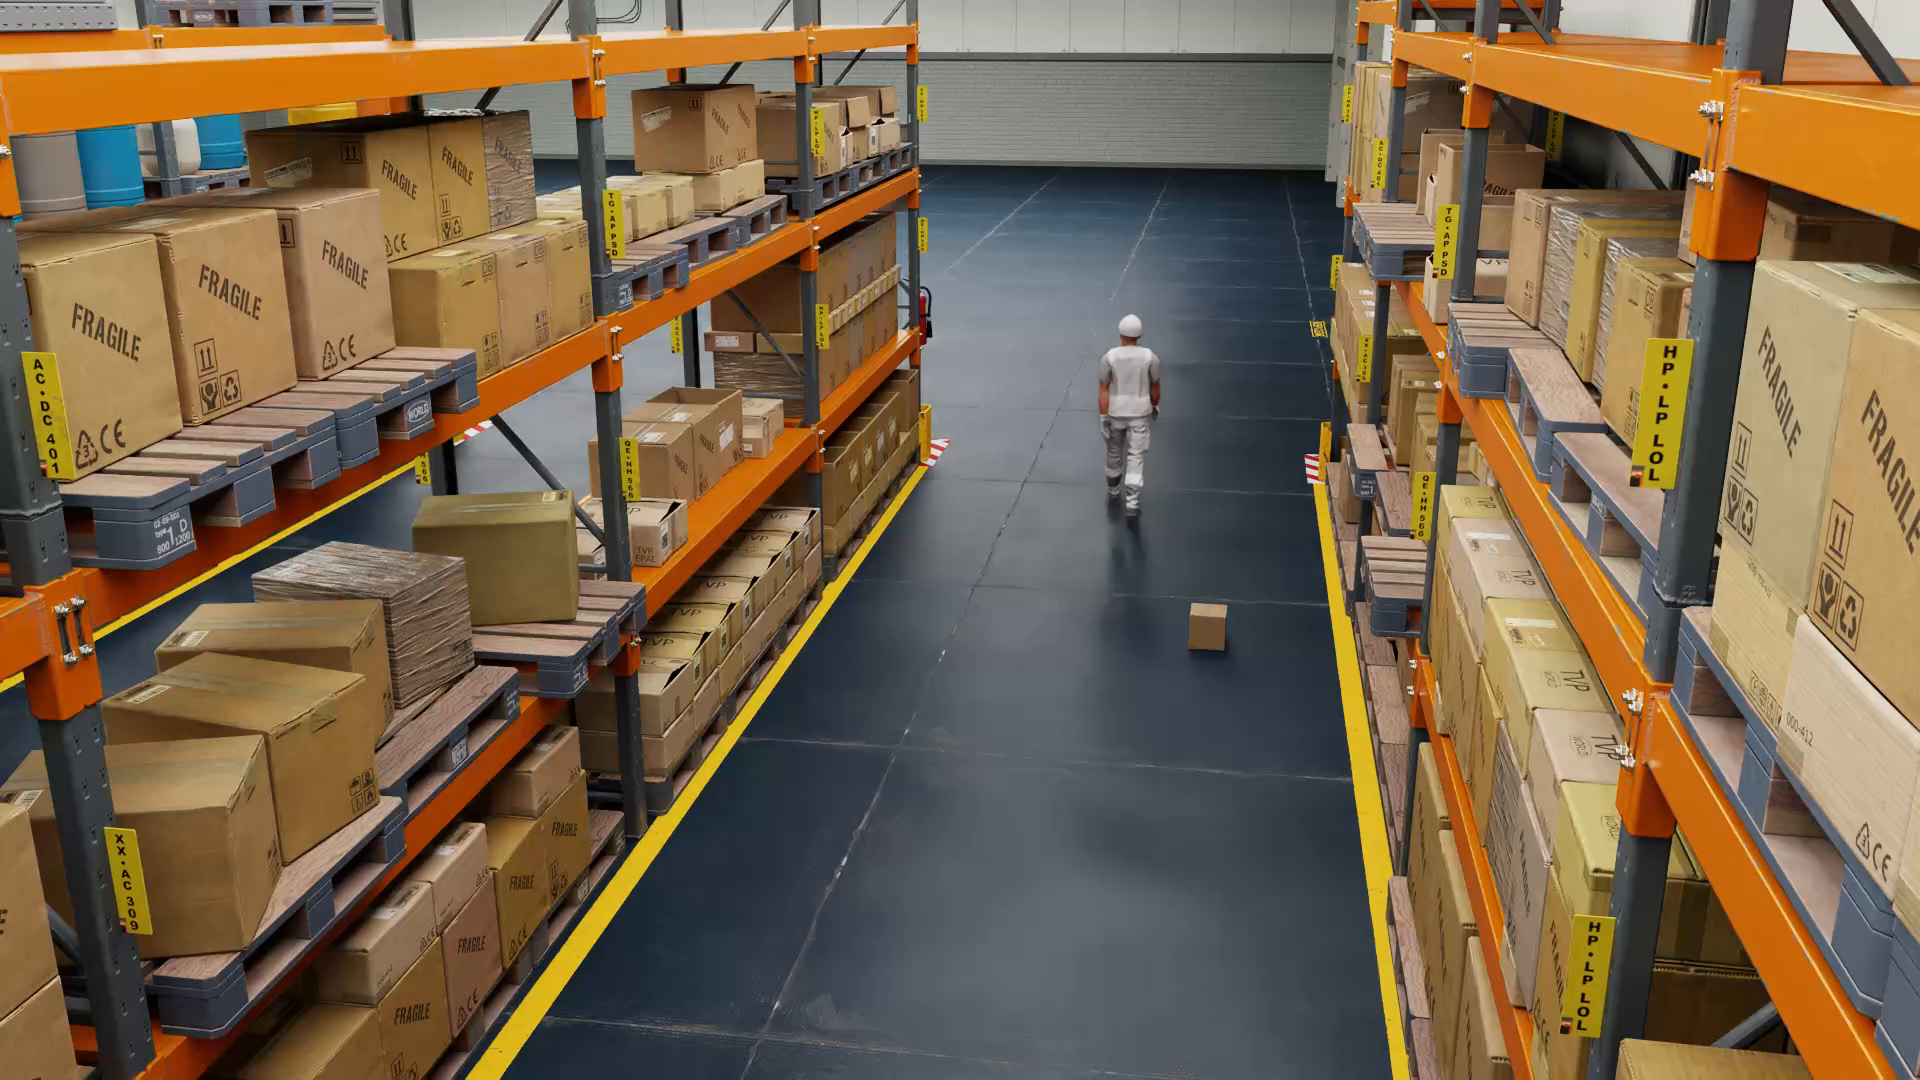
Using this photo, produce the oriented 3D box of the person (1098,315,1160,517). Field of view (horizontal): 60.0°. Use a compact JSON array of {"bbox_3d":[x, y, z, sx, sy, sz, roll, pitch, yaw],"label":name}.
[{"bbox_3d":[1.477,-1.121,14.524,0.534,1.742,1.027,2,18,7],"label":"person"}]
